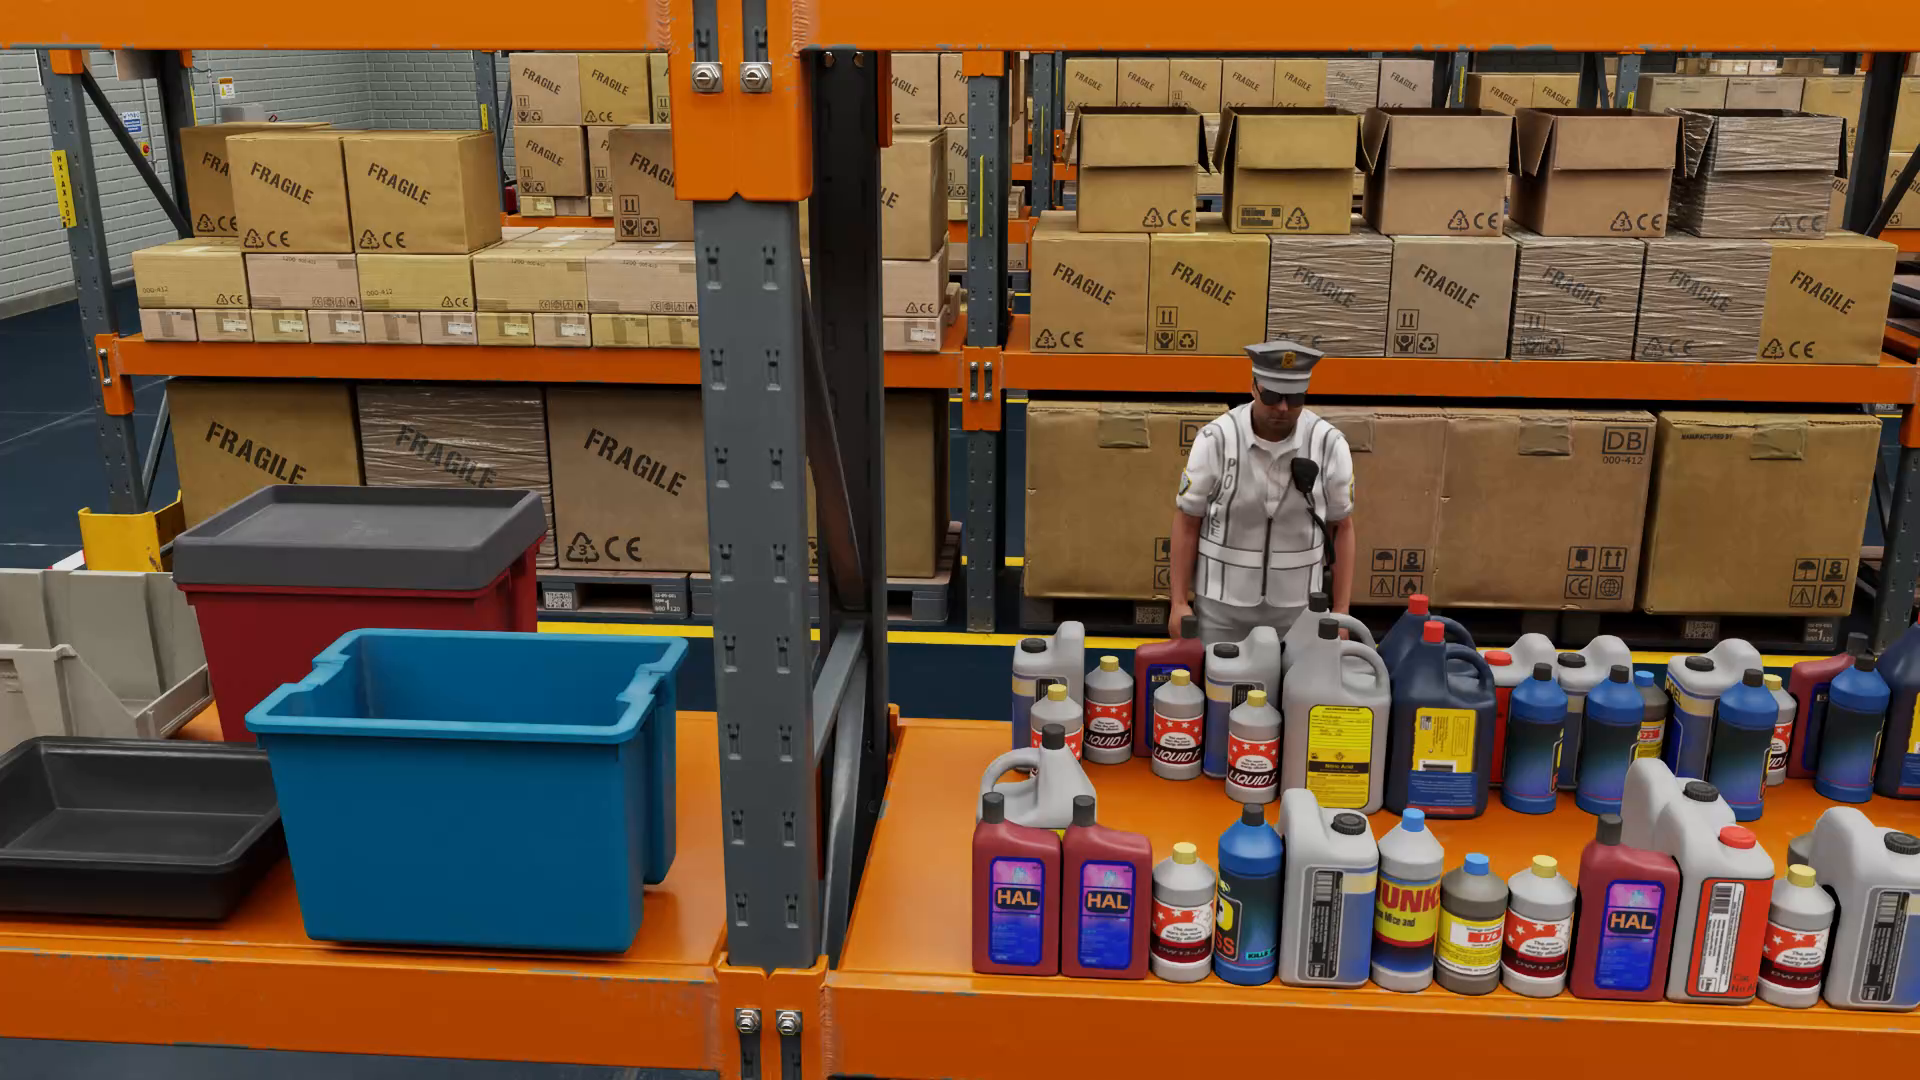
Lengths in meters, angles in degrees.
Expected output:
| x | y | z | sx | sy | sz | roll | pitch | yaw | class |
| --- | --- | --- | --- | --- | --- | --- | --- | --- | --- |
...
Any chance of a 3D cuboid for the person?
| x | y | z | sx | sy | sz | roll | pitch | yaw | class |
| --- | --- | --- | --- | --- | --- | --- | --- | --- | --- |
| 0.964 | 0.210 | 5.366 | 0.586 | 1.746 | 0.436 | 1 | 17 | 4 | person |
